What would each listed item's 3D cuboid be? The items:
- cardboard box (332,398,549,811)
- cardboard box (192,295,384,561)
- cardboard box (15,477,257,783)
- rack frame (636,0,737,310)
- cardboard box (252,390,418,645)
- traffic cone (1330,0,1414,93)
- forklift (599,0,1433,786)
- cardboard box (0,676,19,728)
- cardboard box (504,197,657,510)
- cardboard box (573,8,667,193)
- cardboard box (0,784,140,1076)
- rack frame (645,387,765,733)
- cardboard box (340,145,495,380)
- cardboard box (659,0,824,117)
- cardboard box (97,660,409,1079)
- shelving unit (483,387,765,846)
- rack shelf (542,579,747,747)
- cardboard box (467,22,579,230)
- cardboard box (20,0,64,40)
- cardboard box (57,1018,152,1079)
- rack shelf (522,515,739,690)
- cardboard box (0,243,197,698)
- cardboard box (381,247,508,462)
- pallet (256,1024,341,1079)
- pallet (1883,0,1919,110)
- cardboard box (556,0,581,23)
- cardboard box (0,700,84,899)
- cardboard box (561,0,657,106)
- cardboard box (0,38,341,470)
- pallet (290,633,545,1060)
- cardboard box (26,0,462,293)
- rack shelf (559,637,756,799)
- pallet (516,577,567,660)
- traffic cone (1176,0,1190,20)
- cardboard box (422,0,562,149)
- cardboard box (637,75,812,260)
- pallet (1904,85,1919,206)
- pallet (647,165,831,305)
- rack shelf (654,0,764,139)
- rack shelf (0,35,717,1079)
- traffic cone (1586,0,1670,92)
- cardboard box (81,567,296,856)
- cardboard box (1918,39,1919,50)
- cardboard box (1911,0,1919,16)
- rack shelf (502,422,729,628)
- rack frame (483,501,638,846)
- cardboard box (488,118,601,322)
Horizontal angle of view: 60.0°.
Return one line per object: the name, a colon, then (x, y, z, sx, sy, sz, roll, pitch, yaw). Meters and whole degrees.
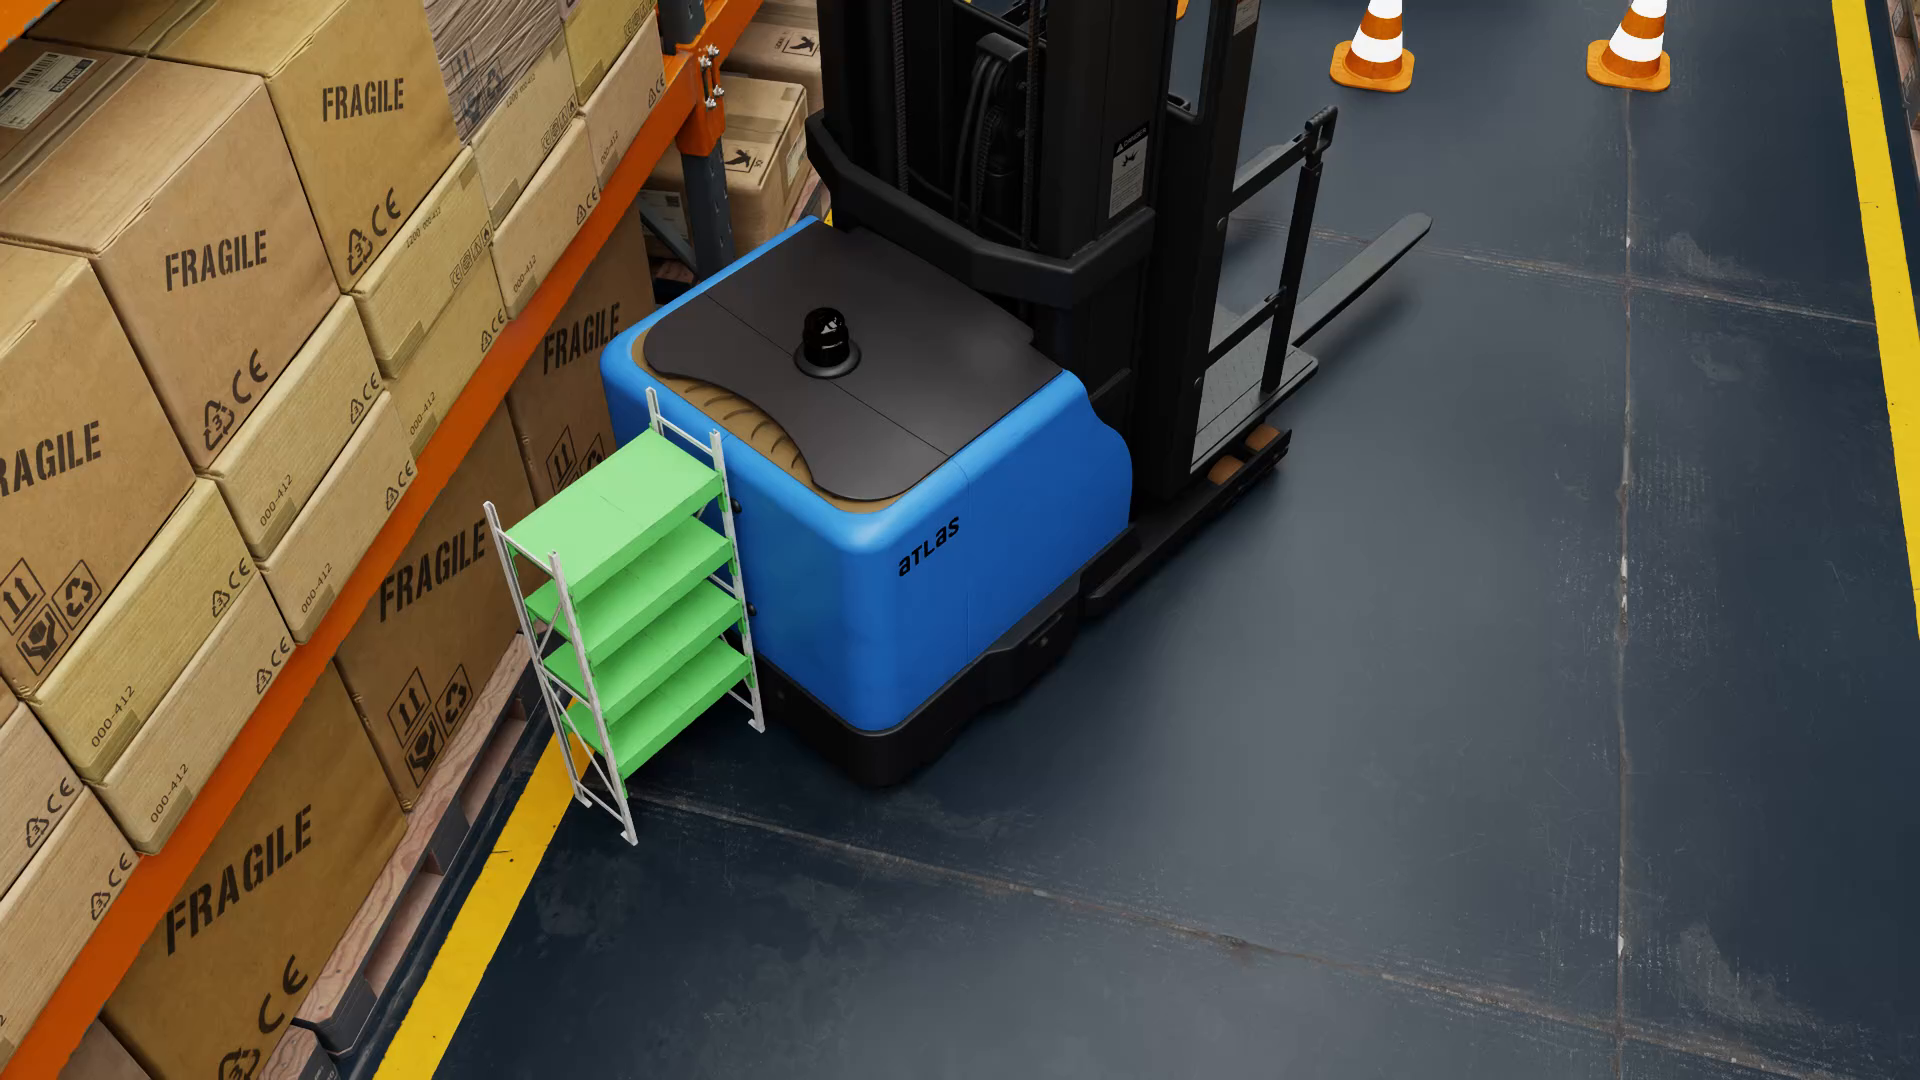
cardboard box: (-1.731, 0.022, 4.367, 0.875, 0.875, 0.875, 12, 50, 10)
cardboard box: (-1.495, -0.263, 3.248, 0.500, 0.250, 0.500, 10, 49, 9)
cardboard box: (-1.626, 0.103, 2.925, 0.500, 0.250, 0.500, 12, 50, 11)
rack frame: (-1.230, -1.669, 4.723, 1.000, 3.000, 0.127, 12, 50, 10)
cardboard box: (-1.487, -0.095, 3.433, 0.500, 0.250, 0.500, 11, 49, 9)
traffic cone: (1.735, -2.143, 6.833, 0.336, 0.463, 0.334, 12, 50, 10)
forklift: (0.425, -1.313, 4.454, 1.130, 2.935, 3.031, 35, 57, 27)
cardboard box: (-1.783, 0.225, 2.317, 0.500, 0.500, 0.500, 11, 50, 10)
cardboard box: (-1.492, -0.622, 4.935, 0.875, 0.875, 0.875, 11, 50, 10)
cardboard box: (-1.113, -1.203, 4.411, 0.500, 0.250, 0.500, 10, 49, 9)
cardboard box: (-1.778, 0.633, 2.791, 0.500, 0.250, 0.500, 10, 49, 9)
rack frame: (-0.655, 0.094, 4.367, 0.240, 1.200, 0.015, 33, 56, 25)
cardboard box: (-1.359, -0.639, 3.580, 0.500, 0.250, 0.500, 10, 49, 9)
cardboard box: (-0.885, -1.881, 6.382, 0.950, 0.372, 0.625, 11, 49, 9)
cardboard box: (-1.967, 0.669, 3.796, 0.875, 0.875, 0.875, 13, 50, 11)
shelving unit: (-0.813, 0.233, 4.244, 0.258, 1.200, 0.503, 33, 56, 25)
rack shelf: (-0.813, 0.275, 4.292, 0.258, 0.148, 0.480, 33, 56, 25)
cardboard box: (-1.244, -1.013, 3.910, 0.500, 0.250, 0.500, 10, 49, 9)
cardboard box: (-1.868, -0.993, 3.392, 0.500, 0.500, 0.500, 13, 50, 11)
cardboard box: (-2.197, 1.324, 3.218, 0.875, 0.875, 0.875, 13, 50, 11)
rack shelf: (-0.813, 0.116, 4.112, 0.258, 0.148, 0.480, 33, 56, 25)
cardboard box: (-1.648, -0.137, 2.637, 0.500, 0.500, 0.500, 10, 49, 9)
cardboard box: (-1.380, -0.469, 3.763, 0.500, 0.250, 0.500, 11, 50, 10)
pallet: (-2.153, 1.574, 3.720, 1.003, 0.211, 1.213, 12, 50, 10)
pallet: (4.494, -2.163, 7.018, 1.003, 0.211, 1.213, 12, 50, 10)
cardboard box: (-1.114, -1.608, 3.935, 0.500, 0.500, 0.500, 10, 49, 9)
cardboard box: (-1.785, 0.463, 2.607, 0.500, 0.250, 0.500, 12, 50, 11)
cardboard box: (-1.112, -1.385, 4.238, 0.500, 0.250, 0.500, 11, 50, 10)
cardboard box: (-1.518, -0.512, 2.968, 0.500, 0.500, 0.500, 11, 49, 9)
pallet: (-1.833, 0.688, 4.502, 1.003, 0.211, 1.213, 12, 50, 10)
cardboard box: (-1.378, -0.877, 3.290, 0.500, 0.500, 0.500, 12, 50, 10)
rack shelf: (-0.813, 0.434, 4.472, 0.258, 0.148, 0.480, 33, 56, 25)
pallet: (-1.510, -0.191, 5.278, 1.003, 0.211, 1.213, 12, 50, 10)
traffic cone: (0.847, -2.550, 7.192, 0.336, 0.463, 0.334, 12, 50, 10)
cardboard box: (-1.241, -1.235, 3.606, 0.500, 0.500, 0.500, 12, 50, 11)
cardboard box: (-1.072, -1.345, 5.909, 0.950, 0.372, 0.625, 9, 49, 7)
pallet: (4.175, -1.278, 6.237, 1.003, 0.211, 1.213, 12, 50, 10)
pallet: (-1.023, -1.312, 6.267, 1.003, 0.211, 1.213, 12, 50, 10)
rack shelf: (-0.704, -2.878, 6.269, 1.077, 0.370, 4.000, 12, 50, 10)
rack shelf: (-1.757, 0.015, 3.716, 1.077, 0.370, 4.000, 12, 50, 10)
traffic cone: (2.815, -2.147, 6.837, 0.336, 0.463, 0.334, 12, 50, 10)
cardboard box: (-1.627, 0.265, 3.115, 0.500, 0.250, 0.500, 11, 50, 10)
cardboard box: (4.291, -1.890, 6.138, 1.050, 0.750, 0.750, 12, 50, 10)
cardboard box: (4.548, -2.587, 6.753, 1.050, 0.750, 0.750, 11, 50, 10)
rack shelf: (-0.813, -0.042, 3.932, 0.258, 0.148, 0.480, 33, 56, 25)
rack frame: (-0.971, 0.372, 4.121, 0.240, 1.200, 0.015, 33, 56, 25)
cardboard box: (-1.232, -0.830, 4.082, 0.500, 0.250, 0.500, 12, 50, 11)
